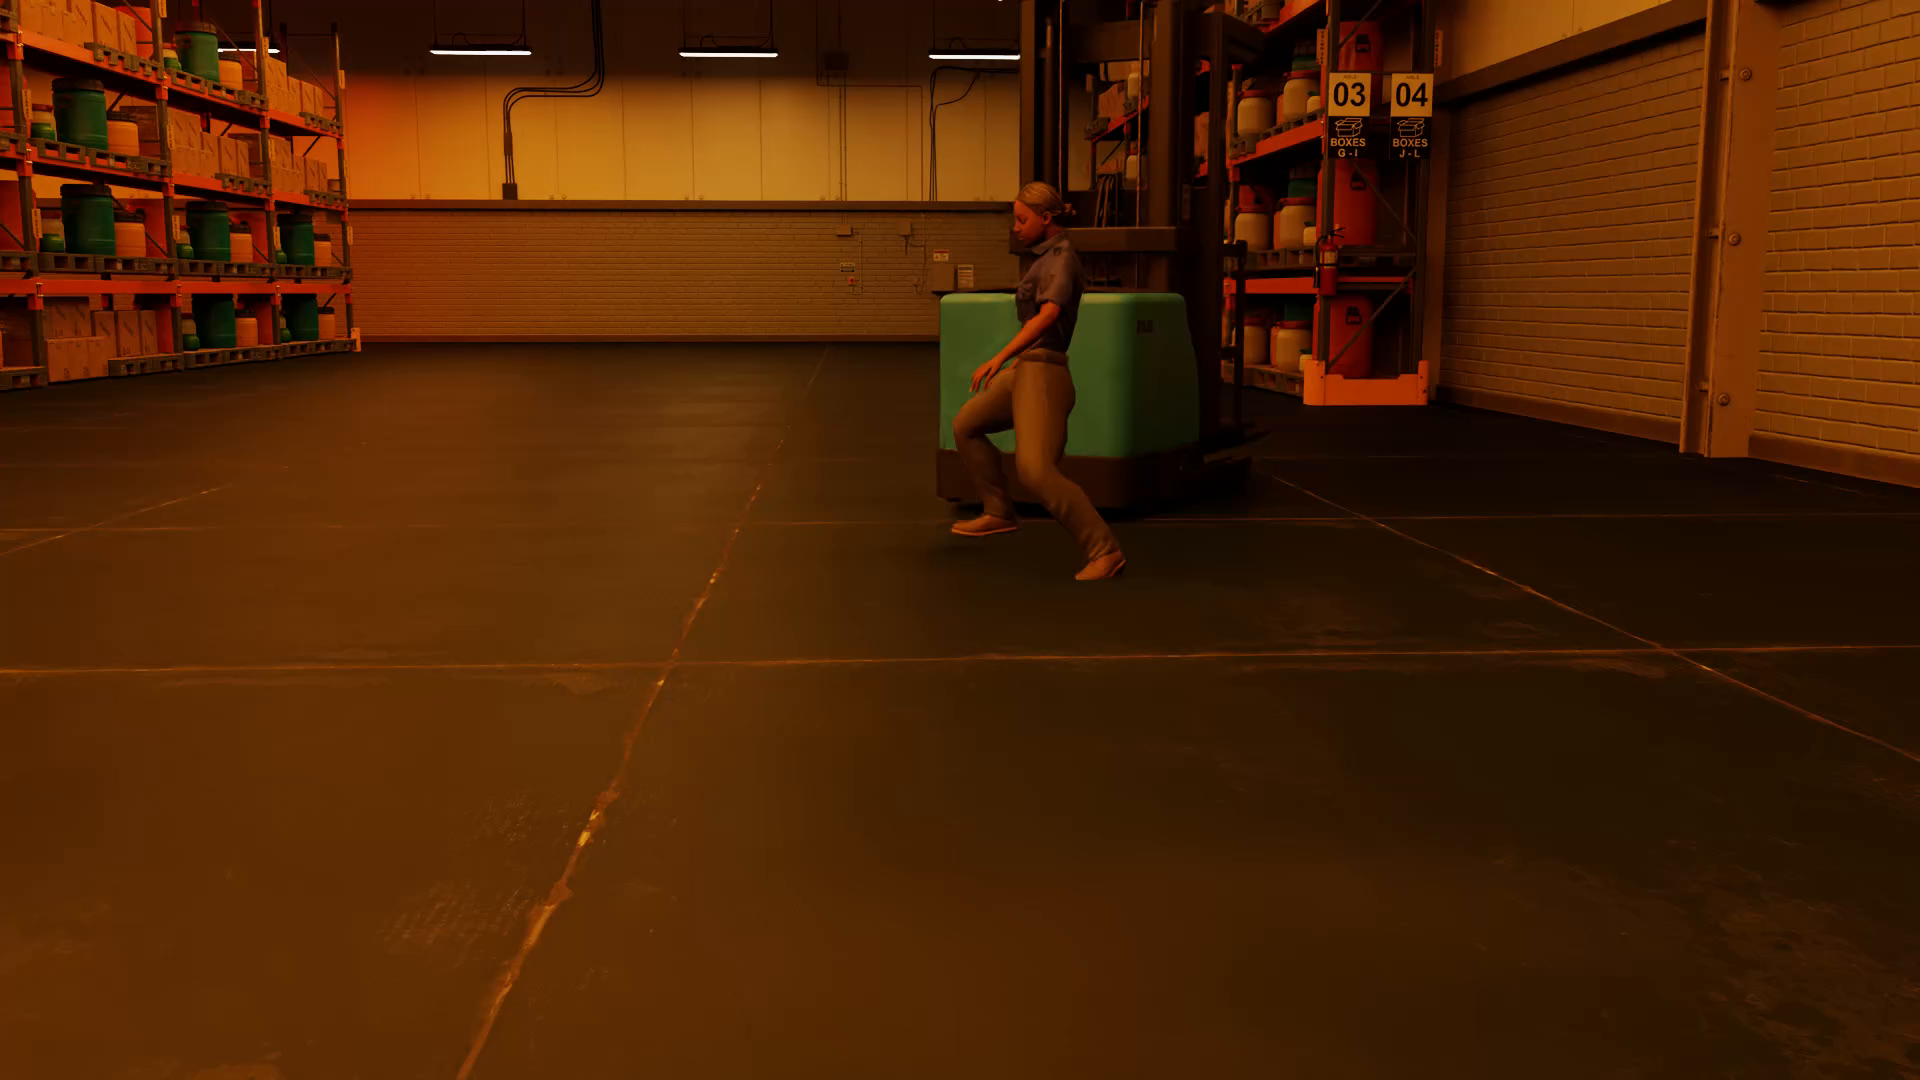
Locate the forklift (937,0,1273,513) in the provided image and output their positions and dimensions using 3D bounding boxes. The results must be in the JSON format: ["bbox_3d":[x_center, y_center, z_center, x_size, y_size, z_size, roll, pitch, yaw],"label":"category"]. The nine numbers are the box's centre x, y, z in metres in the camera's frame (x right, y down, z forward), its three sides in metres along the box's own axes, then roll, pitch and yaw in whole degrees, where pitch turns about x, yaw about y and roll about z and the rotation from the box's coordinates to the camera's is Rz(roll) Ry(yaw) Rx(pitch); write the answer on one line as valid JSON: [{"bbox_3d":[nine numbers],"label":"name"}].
[{"bbox_3d":[0.996,-1.755,9.149,1.130,2.935,3.031,4,9,26],"label":"forklift"}]

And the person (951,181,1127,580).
[{"bbox_3d":[0.306,-0.634,6.567,0.691,1.536,0.878,0,8,0],"label":"person"}]
